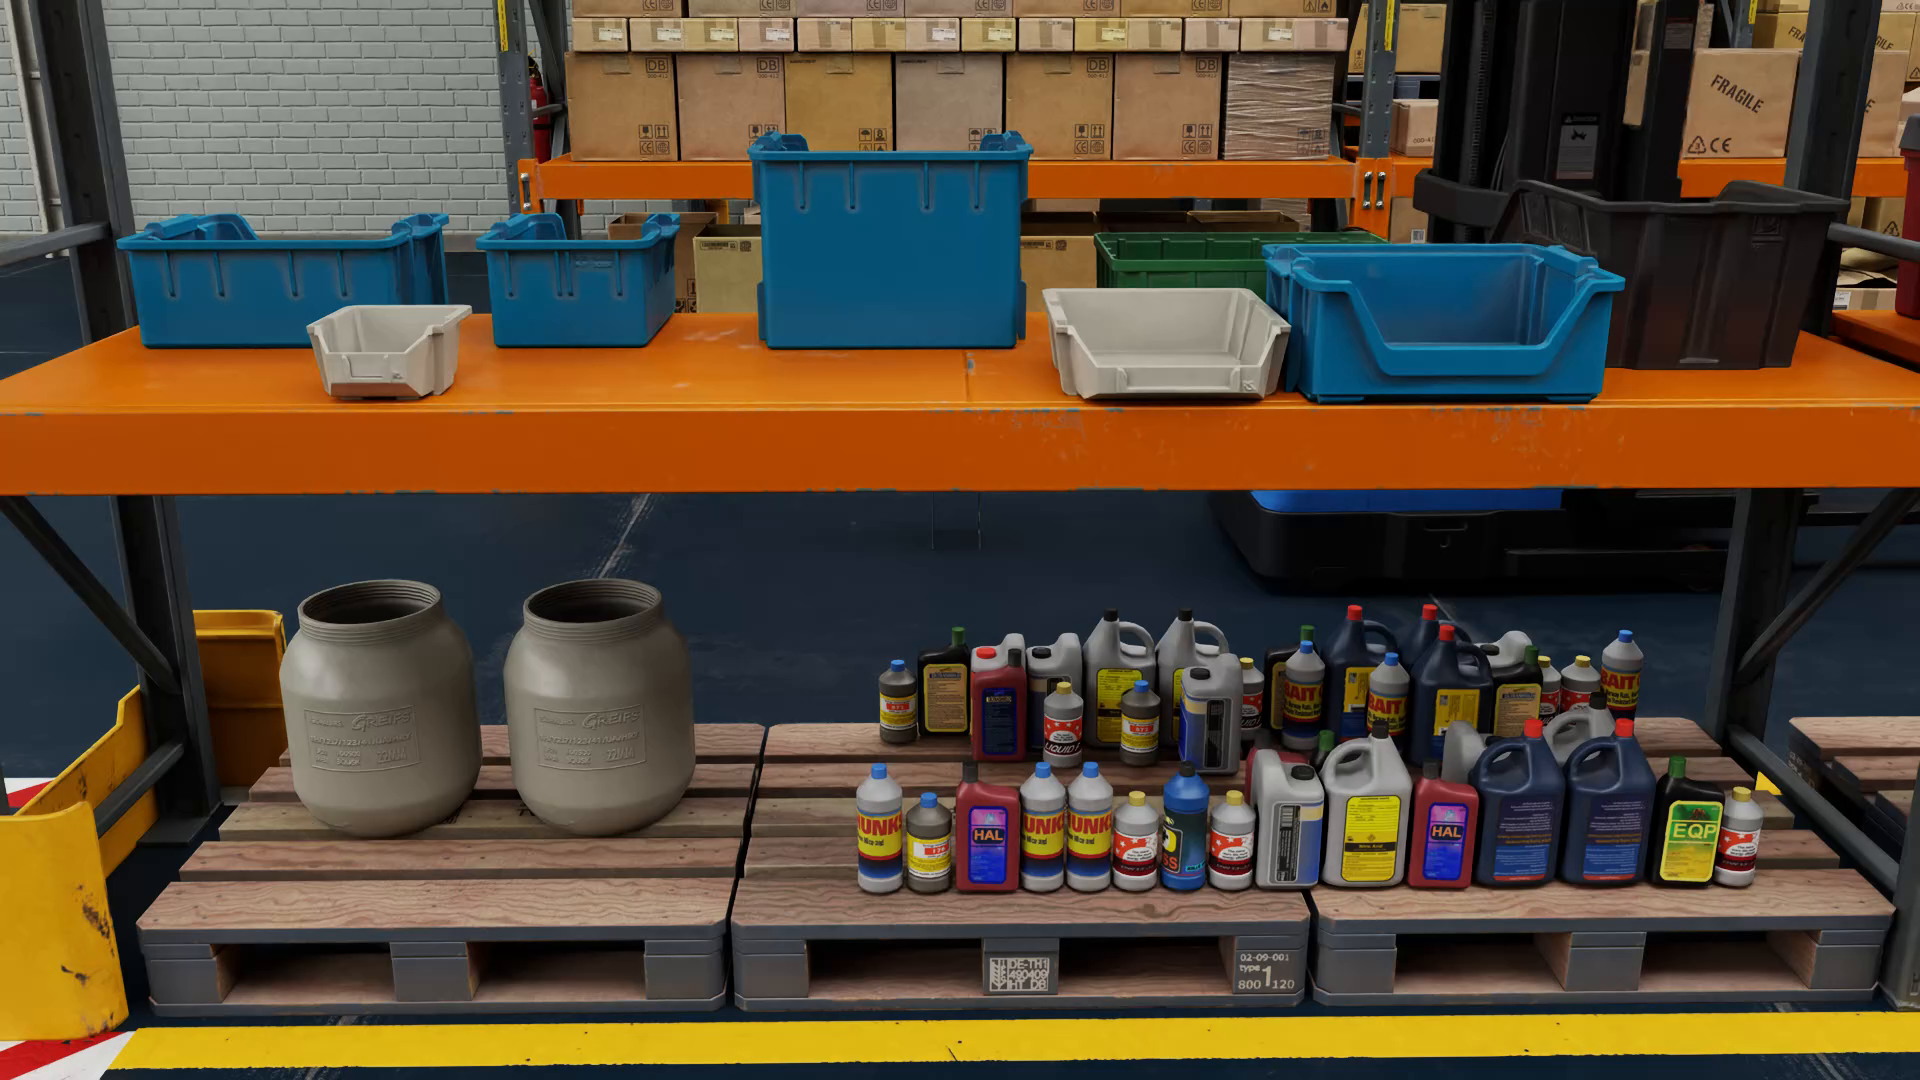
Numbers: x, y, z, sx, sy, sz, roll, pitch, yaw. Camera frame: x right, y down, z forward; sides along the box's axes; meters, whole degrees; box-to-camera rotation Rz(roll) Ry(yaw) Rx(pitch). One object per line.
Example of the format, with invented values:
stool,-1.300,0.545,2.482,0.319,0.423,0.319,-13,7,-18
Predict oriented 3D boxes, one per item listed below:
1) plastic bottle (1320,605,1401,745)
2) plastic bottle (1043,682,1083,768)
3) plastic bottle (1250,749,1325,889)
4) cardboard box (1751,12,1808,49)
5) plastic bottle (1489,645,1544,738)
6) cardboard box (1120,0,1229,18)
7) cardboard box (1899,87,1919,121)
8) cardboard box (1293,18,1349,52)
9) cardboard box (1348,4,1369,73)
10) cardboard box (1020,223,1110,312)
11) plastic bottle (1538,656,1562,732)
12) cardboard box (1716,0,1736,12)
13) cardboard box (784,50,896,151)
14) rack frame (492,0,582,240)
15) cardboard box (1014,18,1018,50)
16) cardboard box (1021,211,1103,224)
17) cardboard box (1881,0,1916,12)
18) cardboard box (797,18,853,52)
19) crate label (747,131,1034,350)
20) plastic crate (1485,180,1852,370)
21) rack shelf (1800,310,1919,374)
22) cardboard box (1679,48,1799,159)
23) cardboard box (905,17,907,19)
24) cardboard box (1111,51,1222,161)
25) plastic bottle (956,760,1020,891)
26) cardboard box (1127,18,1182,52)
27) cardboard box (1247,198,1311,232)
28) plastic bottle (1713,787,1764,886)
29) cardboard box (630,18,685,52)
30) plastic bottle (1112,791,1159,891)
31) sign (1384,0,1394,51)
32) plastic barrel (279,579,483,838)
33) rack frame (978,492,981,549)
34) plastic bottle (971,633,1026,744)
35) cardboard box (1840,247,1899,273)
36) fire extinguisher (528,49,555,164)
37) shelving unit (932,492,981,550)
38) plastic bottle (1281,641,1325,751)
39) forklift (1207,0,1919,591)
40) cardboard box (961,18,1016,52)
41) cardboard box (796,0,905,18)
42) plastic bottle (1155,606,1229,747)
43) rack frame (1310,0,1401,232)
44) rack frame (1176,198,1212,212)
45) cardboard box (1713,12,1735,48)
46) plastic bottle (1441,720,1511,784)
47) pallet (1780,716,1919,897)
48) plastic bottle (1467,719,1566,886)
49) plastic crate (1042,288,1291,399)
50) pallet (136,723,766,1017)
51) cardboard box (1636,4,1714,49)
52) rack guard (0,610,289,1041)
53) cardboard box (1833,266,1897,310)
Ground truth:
plastic bottle,1.010,0.335,4.208,0.185,0.351,0.144,-1,18,-3
plastic bottle,0.254,0.449,4.097,0.097,0.201,0.097,0,18,0
plastic bottle,0.696,0.586,3.549,0.135,0.276,0.152,0,18,0
cardboard box,6.346,-3.763,12.683,0.500,0.500,0.500,0,18,1
plastic bottle,1.367,0.399,4.119,0.133,0.283,0.061,0,18,-1
cardboard box,0.989,-2.766,7.972,0.500,0.500,0.700,0,18,-1
cardboard box,5.040,-2.139,8.452,0.500,0.311,0.500,0,18,-2
cardboard box,1.670,-2.397,7.884,0.250,0.149,0.380,0,18,-1
cardboard box,2.925,-3.870,12.817,0.500,0.500,0.700,2,18,5
cardboard box,0.478,-1.284,8.226,0.500,0.500,0.500,0,18,-1
plastic bottle,1.484,0.397,4.260,0.097,0.201,0.097,0,18,0
cardboard box,6.305,-4.277,13.059,0.500,0.250,0.500,0,18,1
cardboard box,-0.573,-2.139,8.141,0.500,0.500,0.700,0,18,0
rack frame,-2.061,-2.088,8.147,0.127,3.000,1.000,0,18,-1
cardboard box,0.378,-2.514,8.250,0.250,0.149,0.380,-1,18,-2
cardboard box,0.470,-1.444,8.724,0.500,0.500,0.500,0,18,-1
cardboard box,6.851,-4.122,12.575,0.500,0.250,0.500,-1,18,-2
cardboard box,-0.633,-2.386,7.850,0.250,0.149,0.380,-1,18,-3
crate label,-0.151,-0.684,3.710,0.616,0.435,0.502,0,18,-1
plastic crate,1.487,-0.601,3.613,0.504,0.338,0.767,0,18,-1
rack shelf,4.013,-0.262,3.631,4.000,0.370,1.077,0,18,-1
cardboard box,3.734,-2.159,8.203,0.500,0.500,0.500,0,18,-1
cardboard box,-0.388,-2.511,8.240,0.250,0.149,0.380,0,18,1
cardboard box,0.967,-2.147,8.165,0.500,0.500,0.700,0,18,-1
plastic bottle,0.058,0.599,3.495,0.133,0.283,0.061,0,18,0
cardboard box,0.898,-2.393,7.871,0.250,0.149,0.380,0,18,-1
cardboard box,2.592,-2.648,13.265,0.500,0.500,0.700,0,18,1
plastic bottle,1.655,0.625,3.549,0.097,0.201,0.097,0,18,0
cardboard box,-1.402,-2.383,7.840,0.250,0.149,0.380,-1,18,-2
plastic bottle,0.373,0.631,3.530,0.097,0.201,0.097,0,18,0
sign,1.949,-2.388,7.534,0.005,0.325,0.100,0,18,-1
plastic barrel,-1.330,0.383,3.829,0.421,0.512,0.421,0,18,0
rack frame,0.077,-0.572,6.365,0.006,1.200,0.240,0,18,-1
plastic bottle,0.095,0.376,4.202,0.135,0.276,0.152,0,18,0
cardboard box,4.884,-1.367,8.793,0.500,0.311,0.500,-1,18,-2
fire extinguisher,-2.187,-2.193,8.599,0.183,0.674,0.296,0,18,-1
shelving unit,-0.014,-0.571,6.364,0.189,1.200,0.258,0,18,-1
plastic bottle,0.864,0.385,4.183,0.097,0.271,0.097,0,18,0
forklift,2.545,-1.373,6.030,3.031,2.935,1.130,-1,18,-3
cardboard box,0.135,-2.389,7.860,0.250,0.149,0.380,0,18,1
cardboard box,-0.512,-2.759,7.950,0.500,0.500,0.700,0,18,-1
plastic bottle,0.585,0.337,4.202,0.185,0.351,0.144,0,18,-1
rack frame,1.938,-2.108,8.207,0.127,3.000,1.000,0,18,-1
rack frame,1.856,-3.620,12.923,0.127,3.000,1.000,0,18,-1
cardboard box,6.324,-3.921,13.178,0.500,0.500,0.500,0,18,-1
plastic bottle,1.154,0.540,3.693,0.135,0.276,0.152,0,18,-1
pallet,2.797,0.717,3.965,1.213,0.211,1.003,0,18,-1
plastic bottle,1.181,0.549,3.541,0.185,0.351,0.144,-1,18,-4
plastic crate,0.393,-0.384,3.265,0.437,0.136,0.530,0,18,-1
pallet,-1.099,0.735,3.910,1.213,0.211,1.003,0,18,-1
cardboard box,5.386,-3.892,12.884,0.500,0.500,0.700,-2,18,-7
rack guard,-1.912,0.600,3.858,0.348,0.500,1.175,0,18,-1
cardboard box,4.394,-1.201,8.276,0.500,0.311,0.500,0,18,-1
